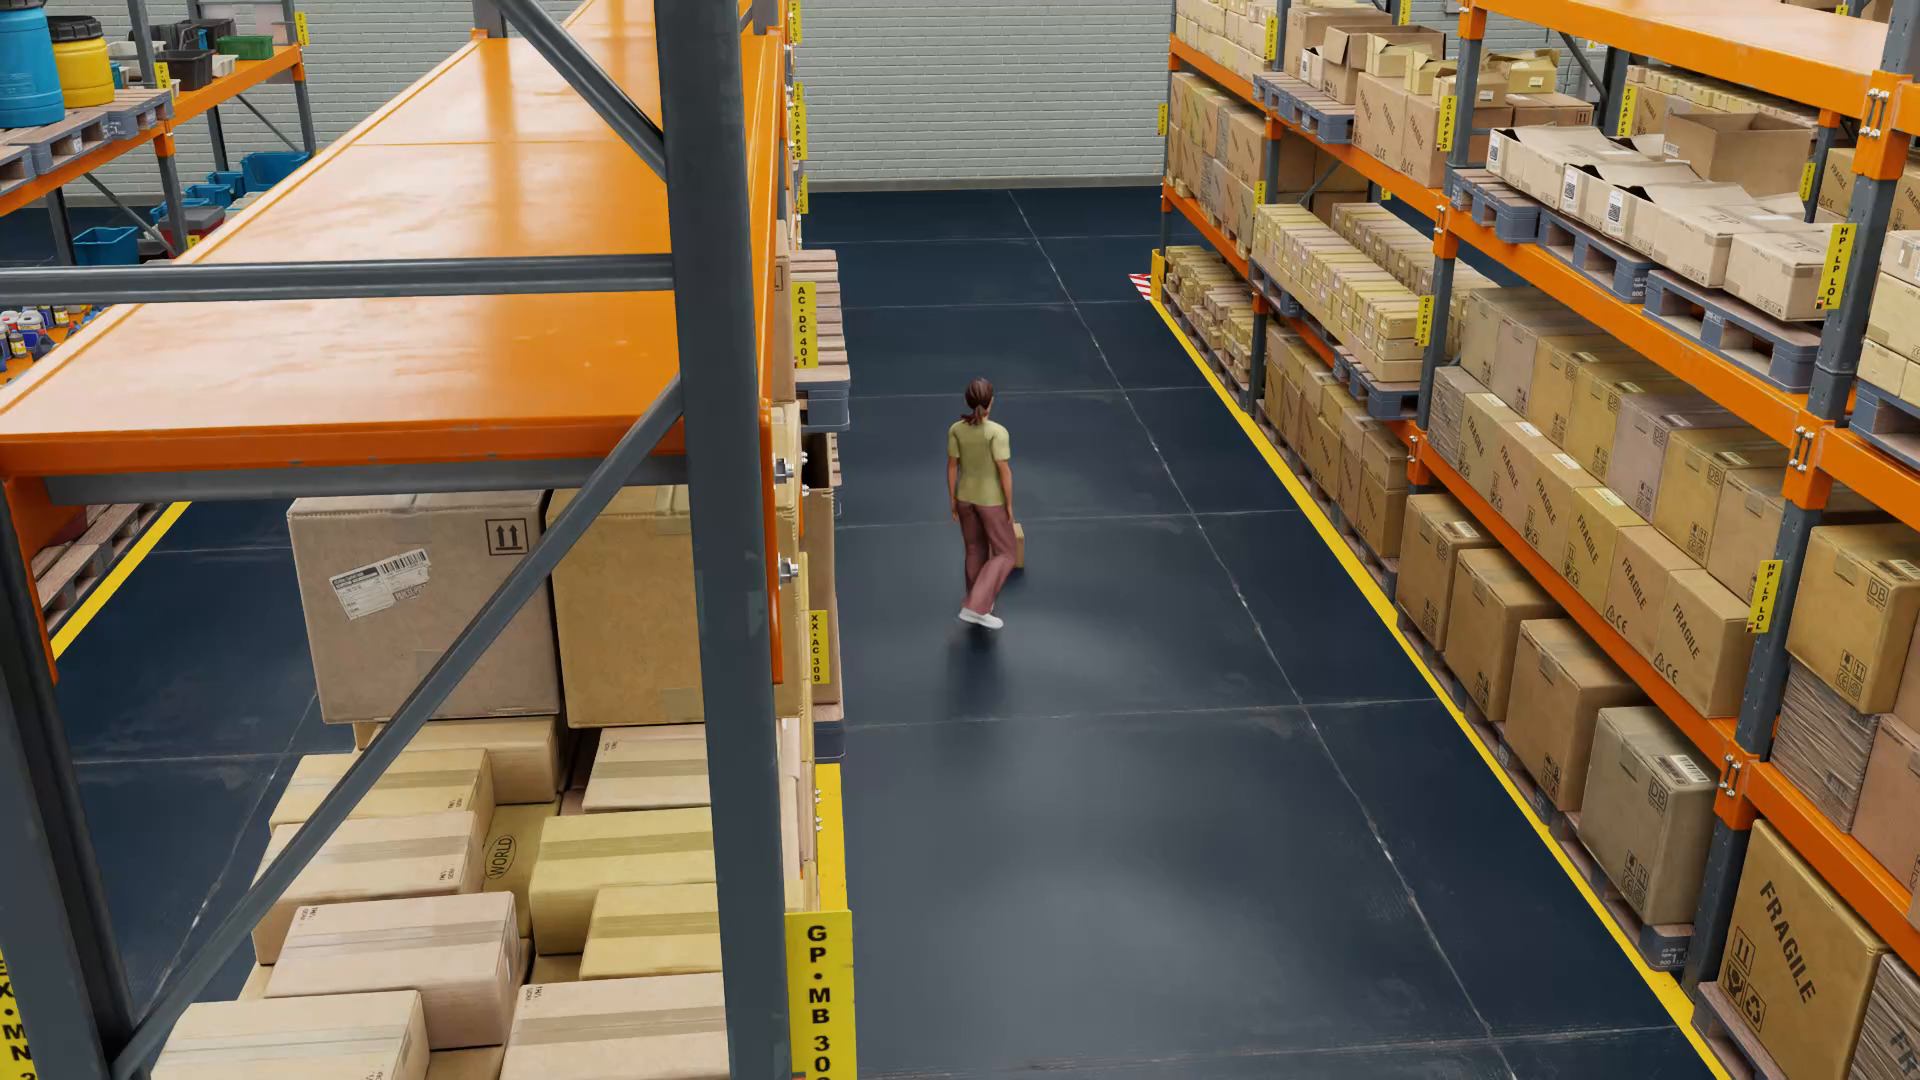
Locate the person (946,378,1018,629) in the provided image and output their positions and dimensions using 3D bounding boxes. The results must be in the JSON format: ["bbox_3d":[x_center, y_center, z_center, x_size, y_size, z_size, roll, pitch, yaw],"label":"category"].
[{"bbox_3d":[0.109,-0.198,10.758,0.504,1.669,0.581,14,27,28],"label":"person"}]
